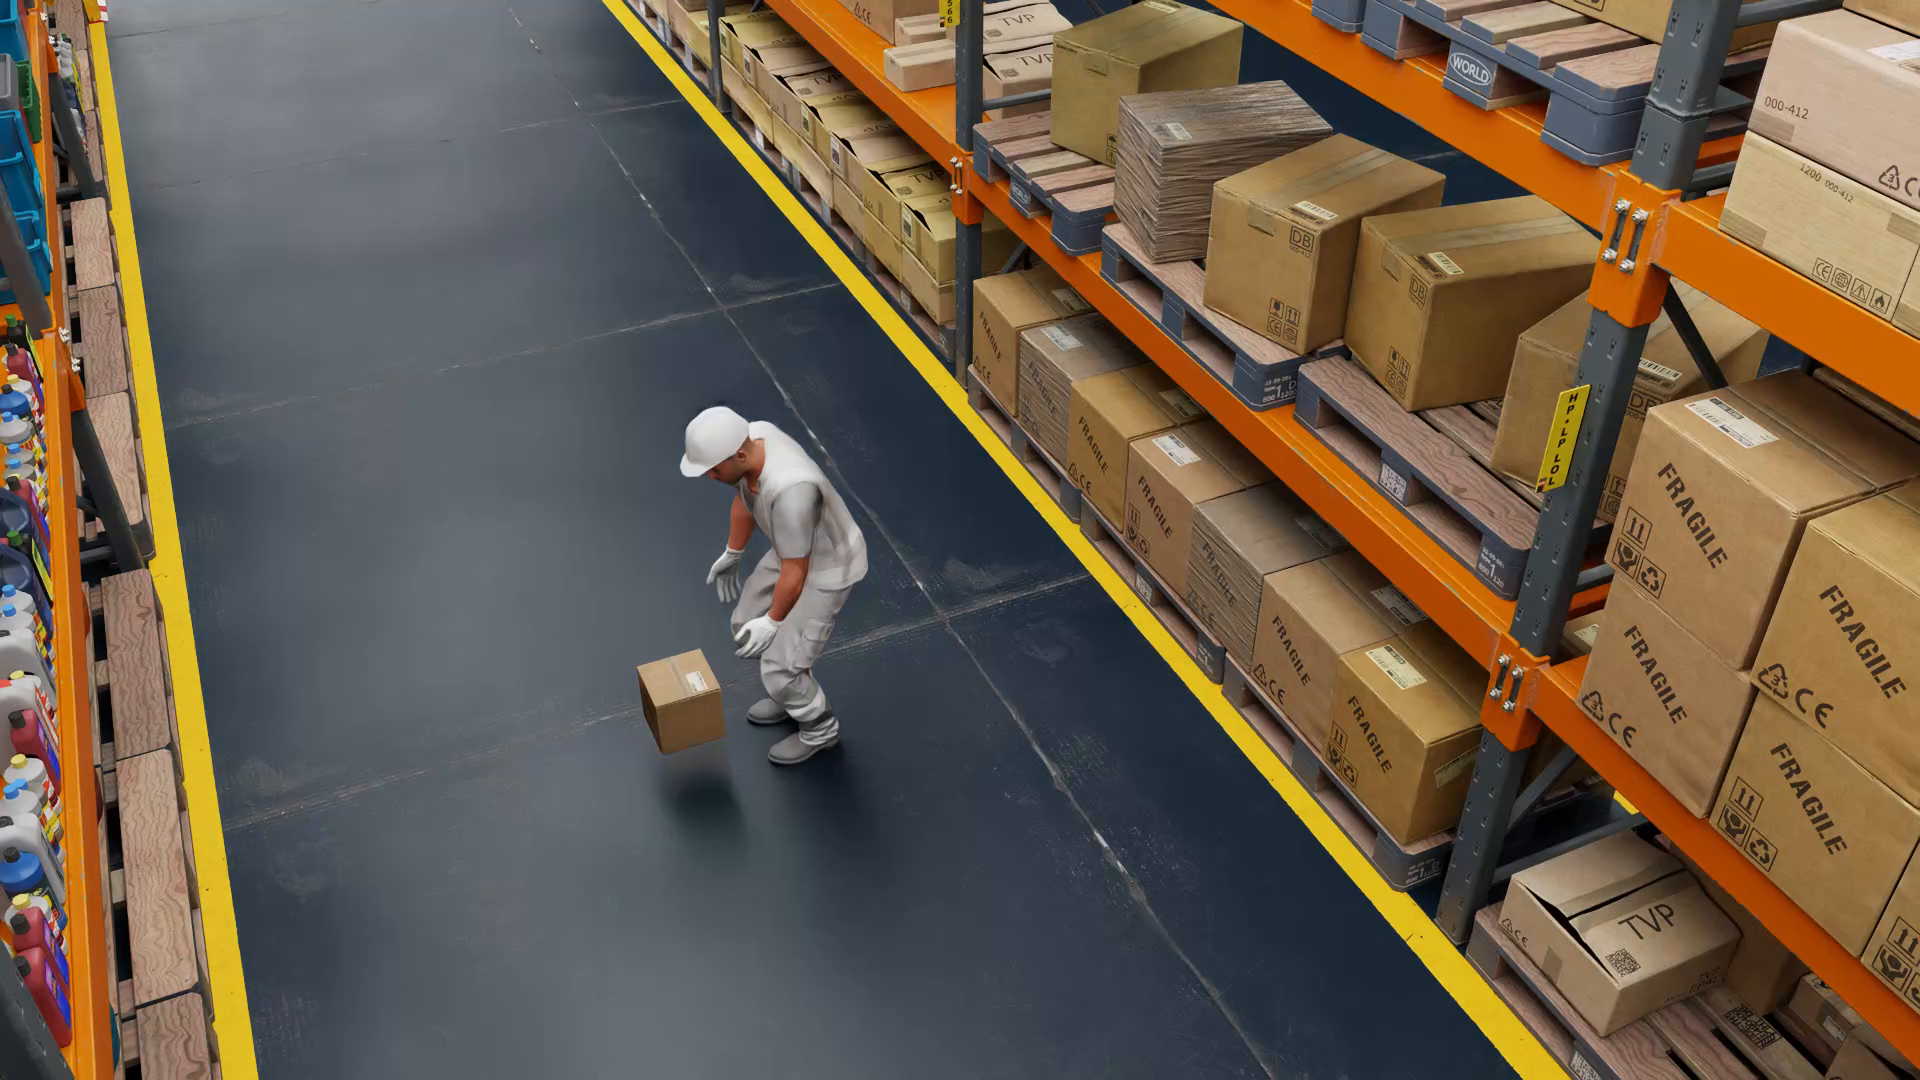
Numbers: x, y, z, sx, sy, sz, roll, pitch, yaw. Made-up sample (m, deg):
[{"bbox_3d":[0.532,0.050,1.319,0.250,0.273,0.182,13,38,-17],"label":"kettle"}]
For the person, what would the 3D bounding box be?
[{"bbox_3d":[-0.655,0.150,6.105,0.647,1.580,0.575,-15,40,-19],"label":"person"}]
